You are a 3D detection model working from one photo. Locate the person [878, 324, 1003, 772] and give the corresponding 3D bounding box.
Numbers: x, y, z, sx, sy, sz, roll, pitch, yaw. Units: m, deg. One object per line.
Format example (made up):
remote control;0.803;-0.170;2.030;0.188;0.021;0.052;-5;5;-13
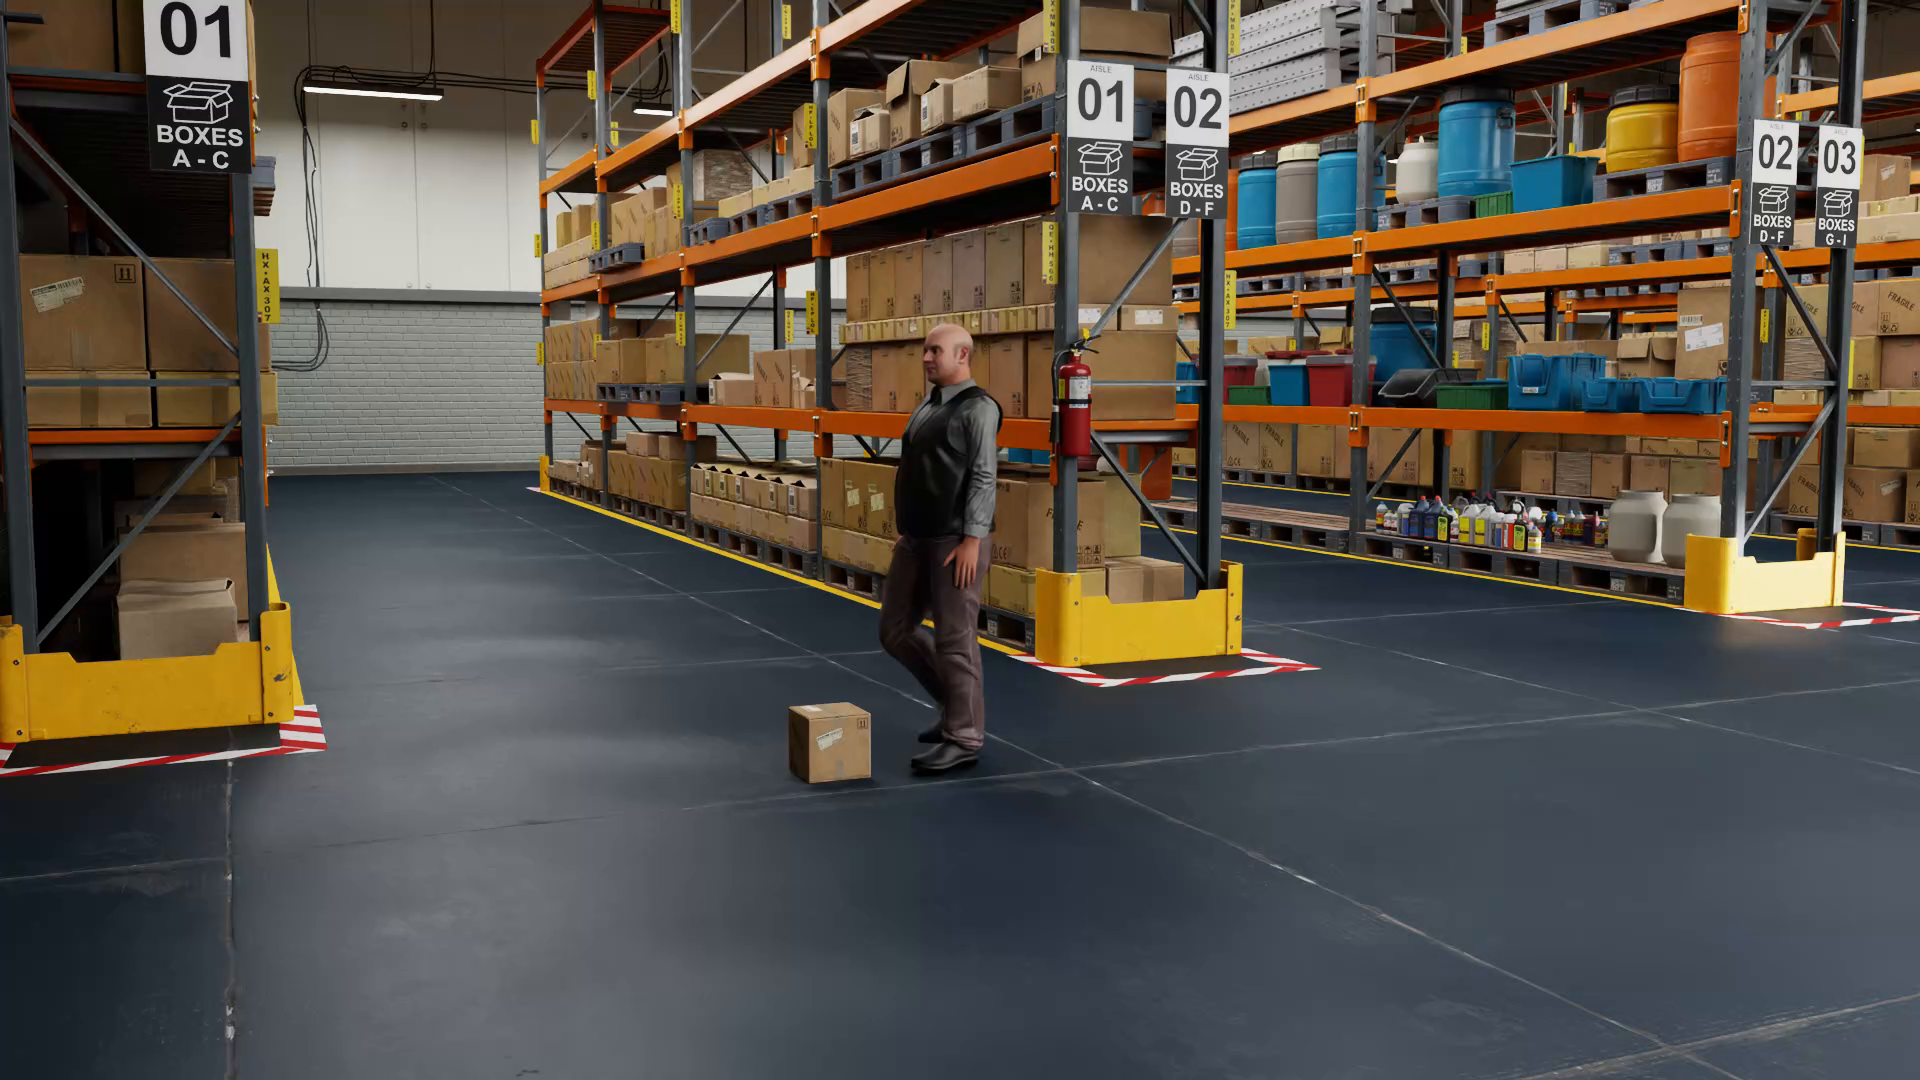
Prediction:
person;-0.062;0.063;6.548;0.432;1.636;0.556;-3;6;-29
